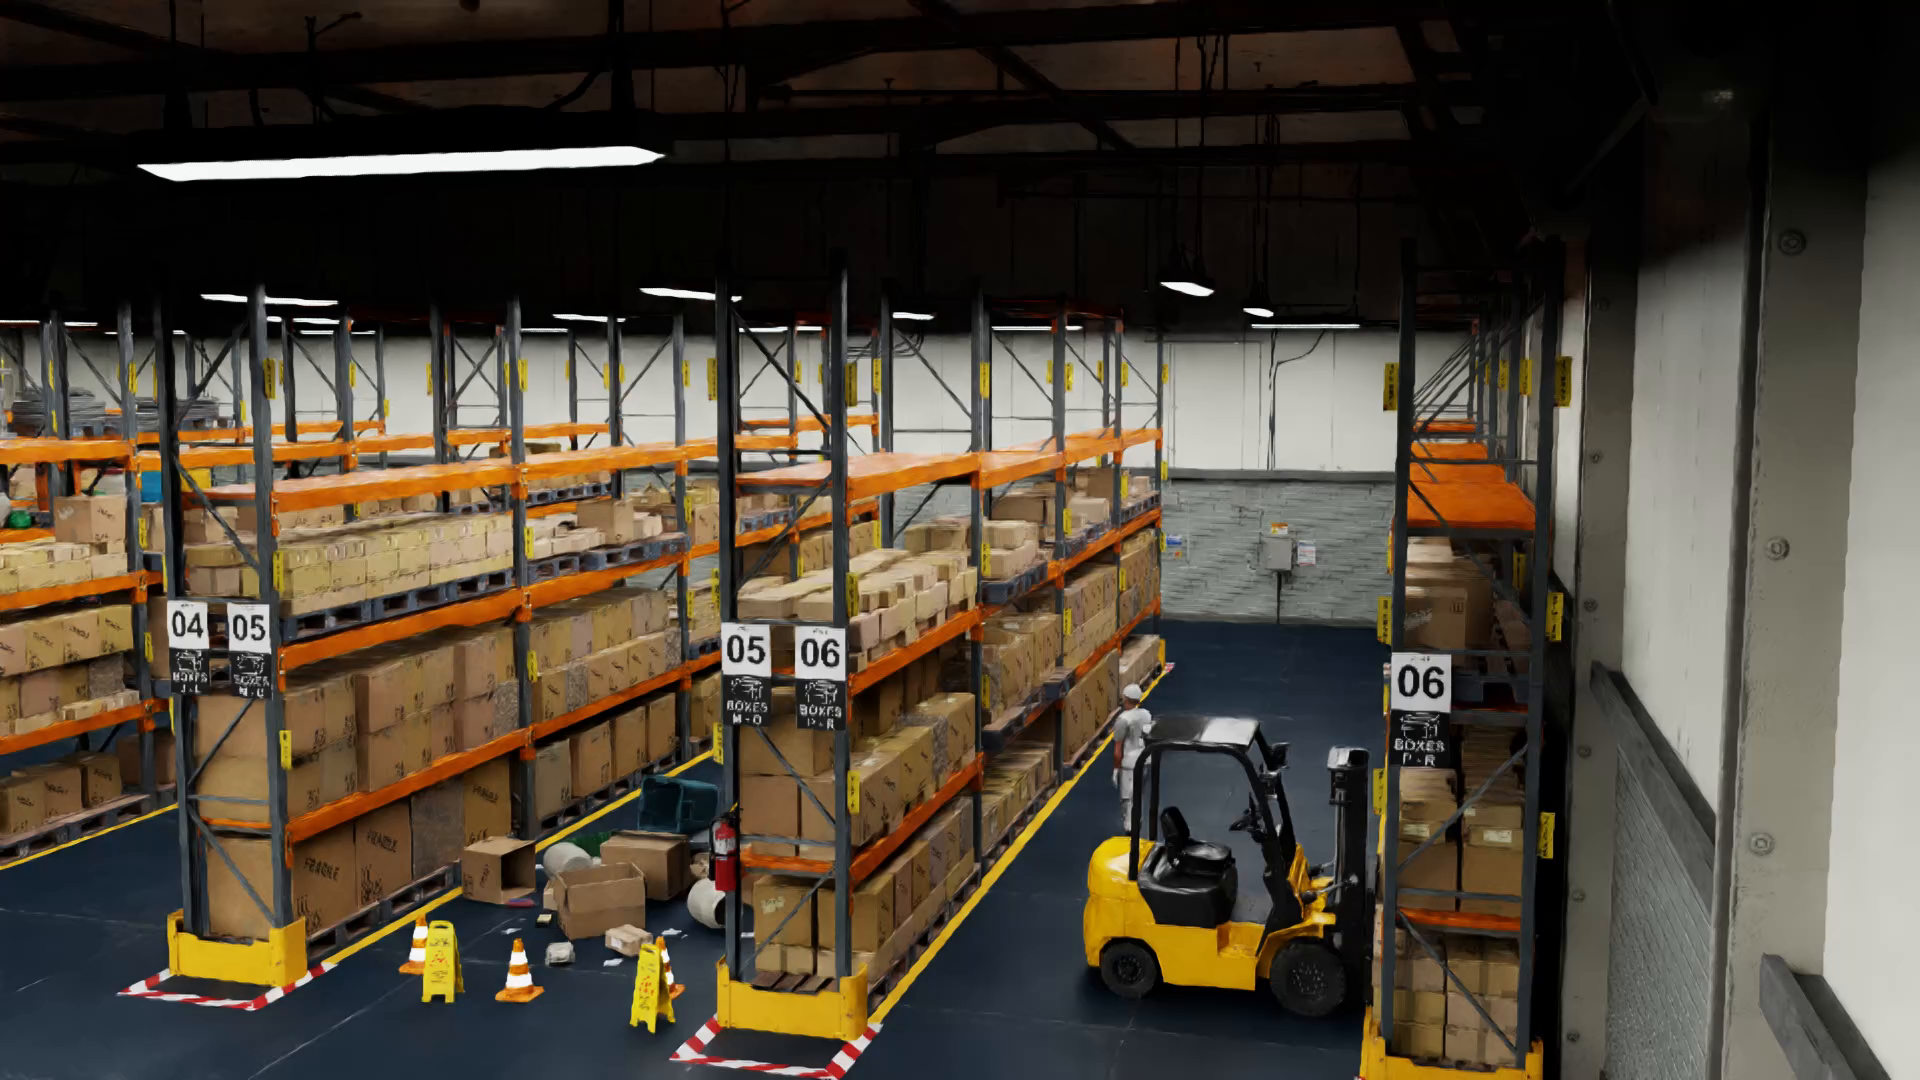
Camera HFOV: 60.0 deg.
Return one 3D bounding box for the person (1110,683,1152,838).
[{"bbox_3d":[1.769,2.399,17.637,0.608,1.787,0.489,-6,8,-44],"label":"person"}]
